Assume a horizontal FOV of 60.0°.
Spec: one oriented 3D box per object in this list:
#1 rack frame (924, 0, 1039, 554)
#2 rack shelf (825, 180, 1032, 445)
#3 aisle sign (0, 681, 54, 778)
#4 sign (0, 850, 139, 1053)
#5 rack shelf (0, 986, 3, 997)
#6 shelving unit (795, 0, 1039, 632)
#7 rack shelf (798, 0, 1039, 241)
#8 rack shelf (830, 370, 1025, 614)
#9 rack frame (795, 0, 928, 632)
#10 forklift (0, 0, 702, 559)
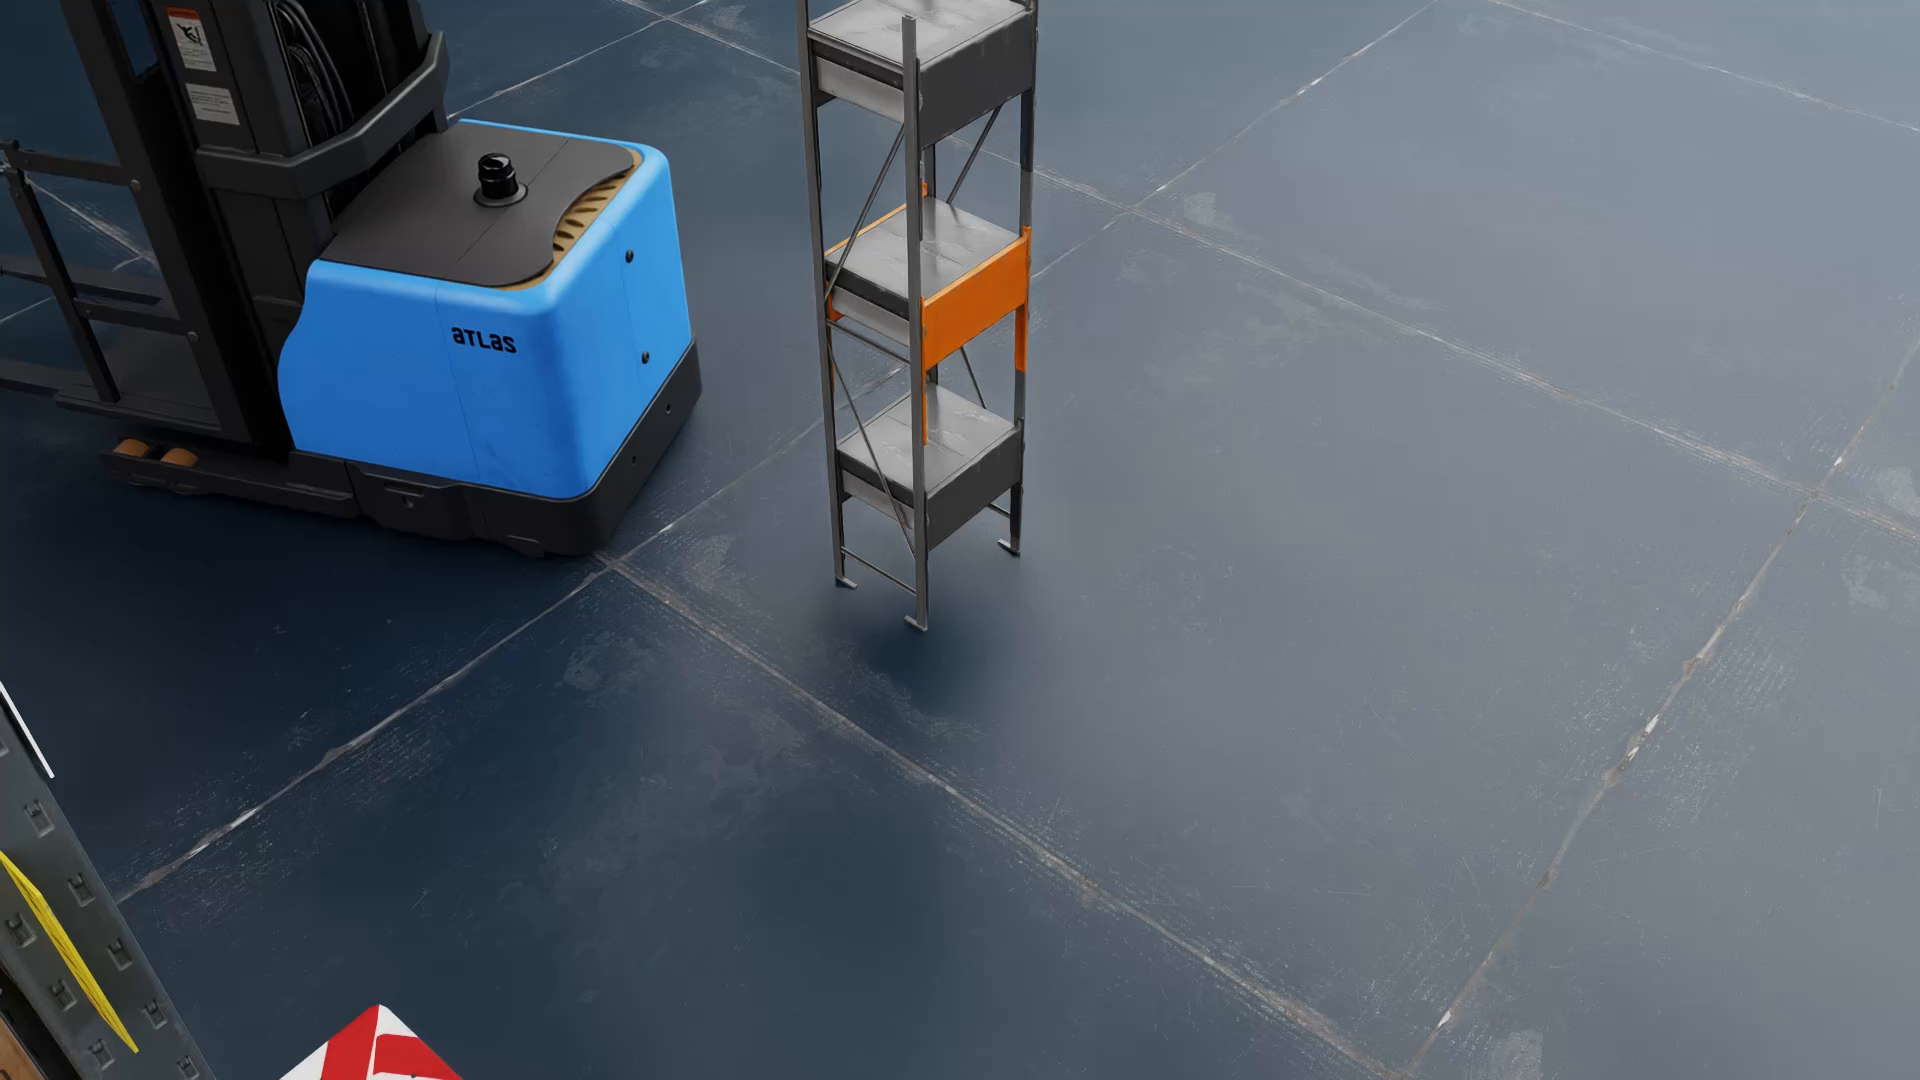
[{"bbox_3d":[0.050,-0.817,5.088,0.400,2.100,0.015,29,50,28],"label":"rack frame"},{"bbox_3d":[-0.107,-0.682,4.959,0.431,0.518,0.480,29,50,28],"label":"rack shelf"},{"bbox_3d":[-1.175,-0.108,1.707,0.394,0.787,0.004,29,50,28],"label":"aisle sign"},{"bbox_3d":[-1.044,0.486,1.949,0.100,0.325,0.005,29,50,28],"label":"sign"},{"bbox_3d":[-2.738,2.056,1.794,1.077,0.370,4.000,29,50,28],"label":"rack shelf"},{"bbox_3d":[-0.107,-0.692,4.950,0.431,2.100,0.503,29,50,28],"label":"shelving unit"},{"bbox_3d":[-0.107,-1.199,4.488,0.431,0.518,0.480,29,50,28],"label":"rack shelf"},{"bbox_3d":[-0.107,-0.164,5.430,0.431,0.518,0.480,29,50,28],"label":"rack shelf"},{"bbox_3d":[-0.264,-0.566,4.812,0.400,2.100,0.015,29,50,28],"label":"rack frame"},{"bbox_3d":[-2.545,-1.575,5.303,3.031,2.935,1.130,11,43,11],"label":"forklift"}]
